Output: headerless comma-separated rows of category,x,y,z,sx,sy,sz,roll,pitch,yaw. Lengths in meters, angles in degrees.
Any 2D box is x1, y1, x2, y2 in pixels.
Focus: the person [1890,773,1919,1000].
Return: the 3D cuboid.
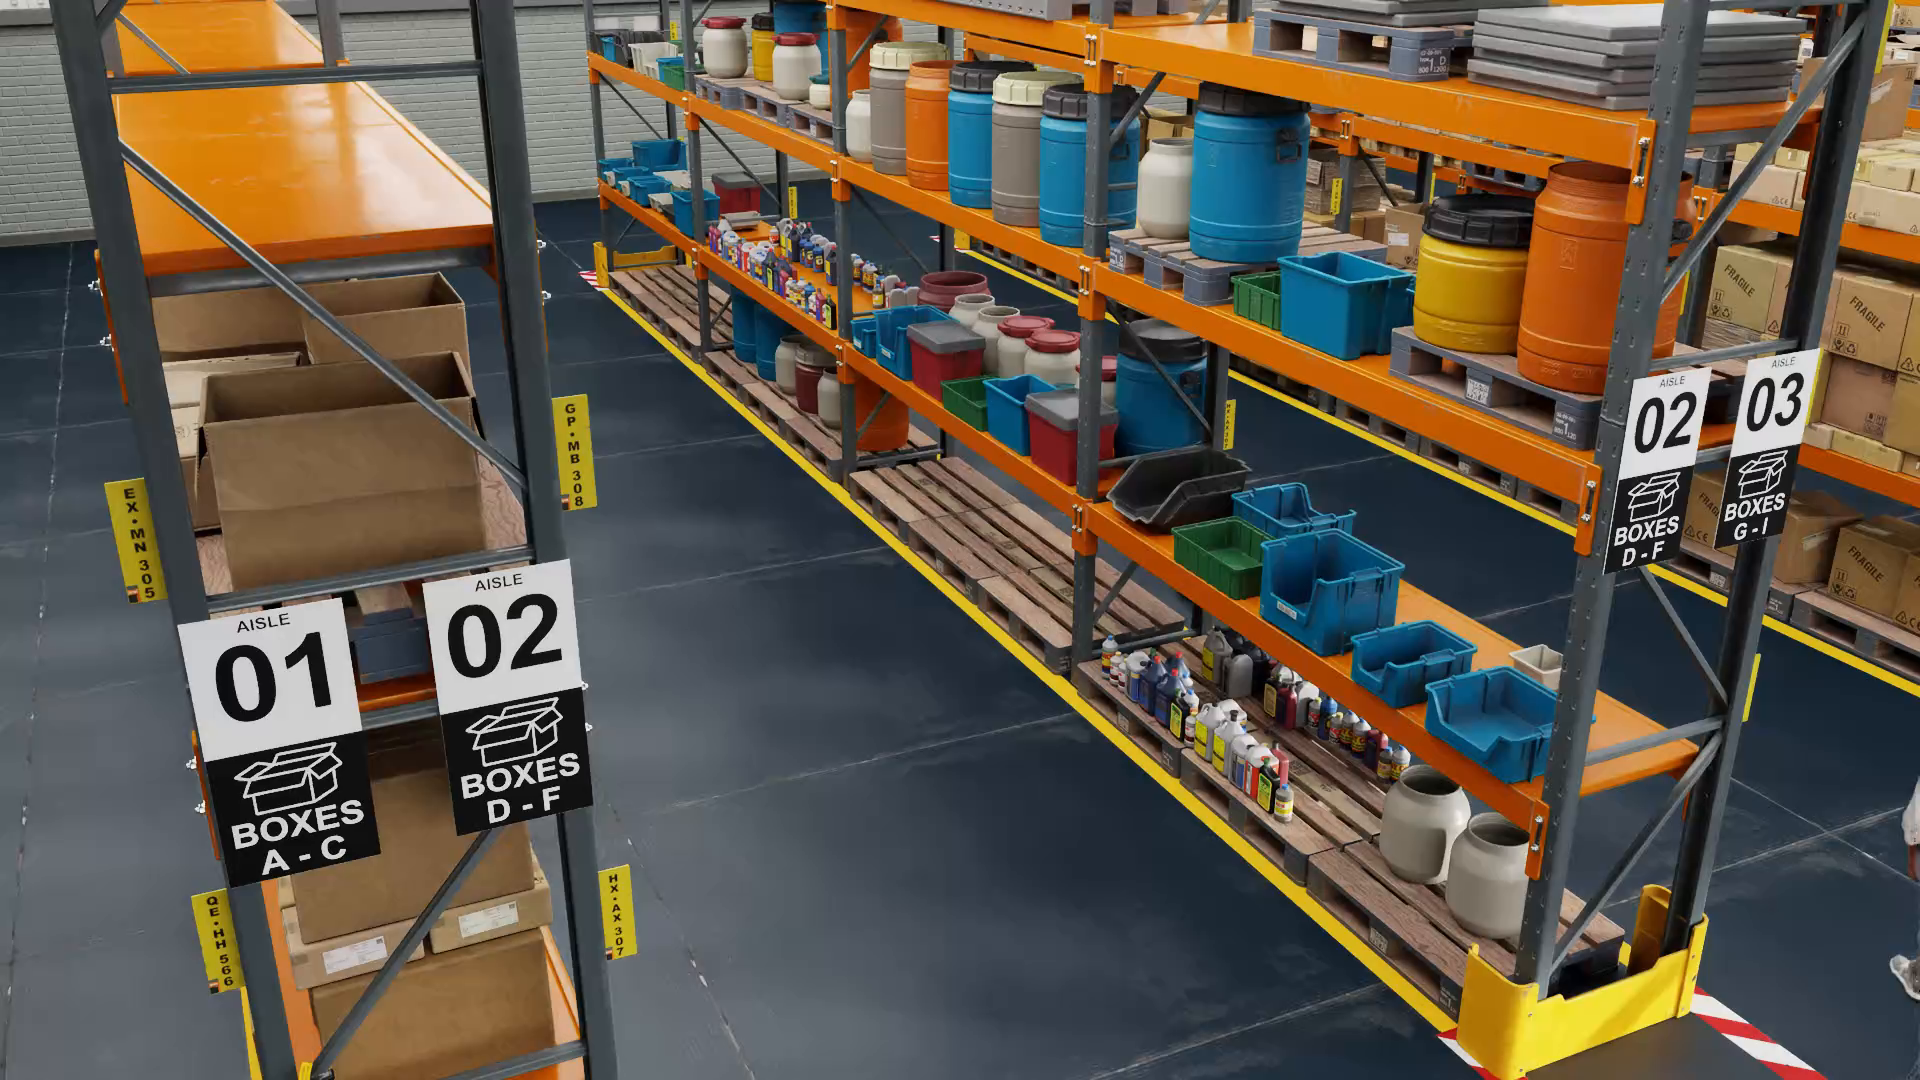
person,4.418,1.504,7.378,0.460,1.539,0.840,4,23,9
